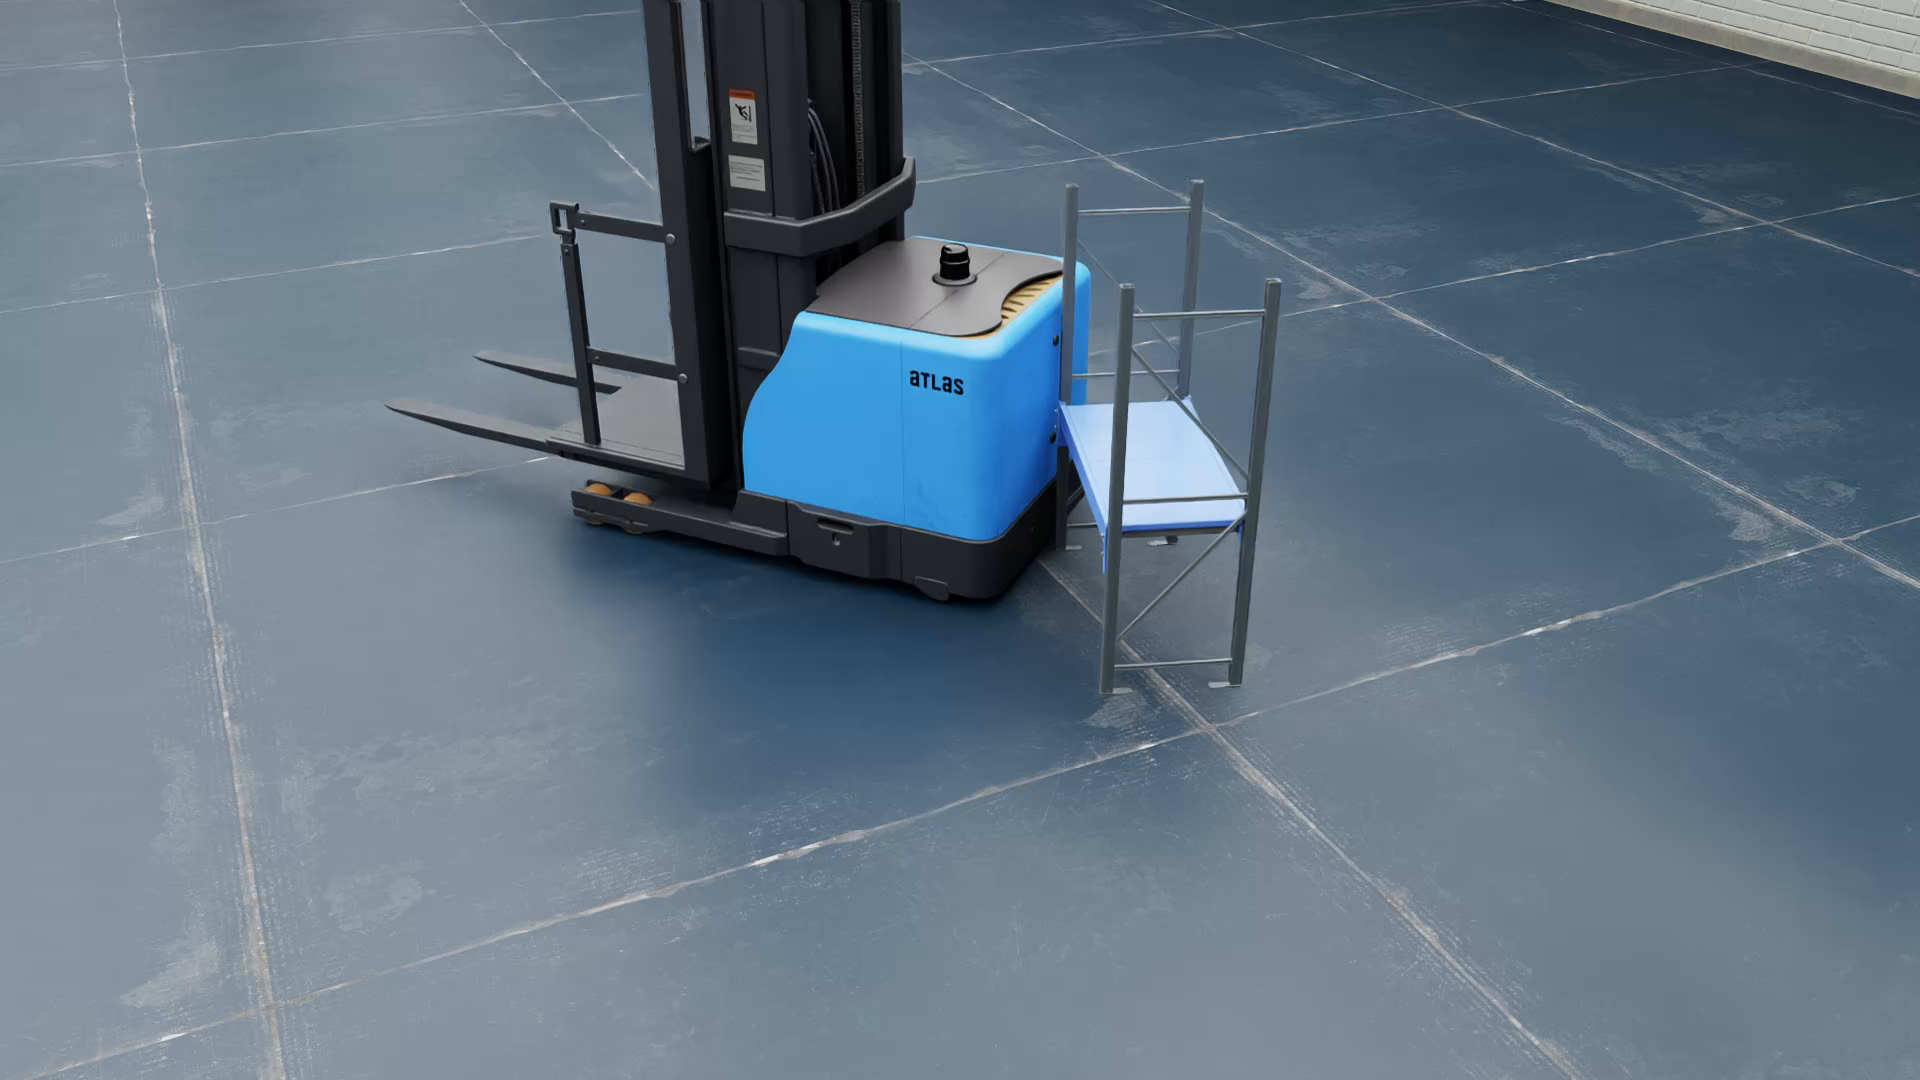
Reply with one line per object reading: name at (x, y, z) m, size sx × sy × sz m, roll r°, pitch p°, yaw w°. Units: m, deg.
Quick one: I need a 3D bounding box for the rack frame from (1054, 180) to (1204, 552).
rack frame at (0.629, -0.626, 6.332) m, size 0.500 × 1.500 × 0.032 m, roll -3°, pitch 29°, yaw -5°

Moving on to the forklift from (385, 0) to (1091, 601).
forklift at (-1.034, -1.521, 6.466) m, size 3.031 × 2.935 × 1.130 m, roll 13°, pitch 32°, yaw 21°

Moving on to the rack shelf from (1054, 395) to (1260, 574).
rack shelf at (0.682, -0.222, 5.979) m, size 0.538 × 0.185 × 1.000 m, roll -3°, pitch 29°, yaw -5°

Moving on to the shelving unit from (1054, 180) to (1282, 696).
shelving unit at (0.682, -0.378, 5.891) m, size 0.538 × 1.500 × 1.048 m, roll -3°, pitch 29°, yaw -5°

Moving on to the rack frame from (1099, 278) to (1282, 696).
rack frame at (0.736, -0.131, 5.450) m, size 0.500 × 1.500 × 0.032 m, roll -3°, pitch 29°, yaw -5°
